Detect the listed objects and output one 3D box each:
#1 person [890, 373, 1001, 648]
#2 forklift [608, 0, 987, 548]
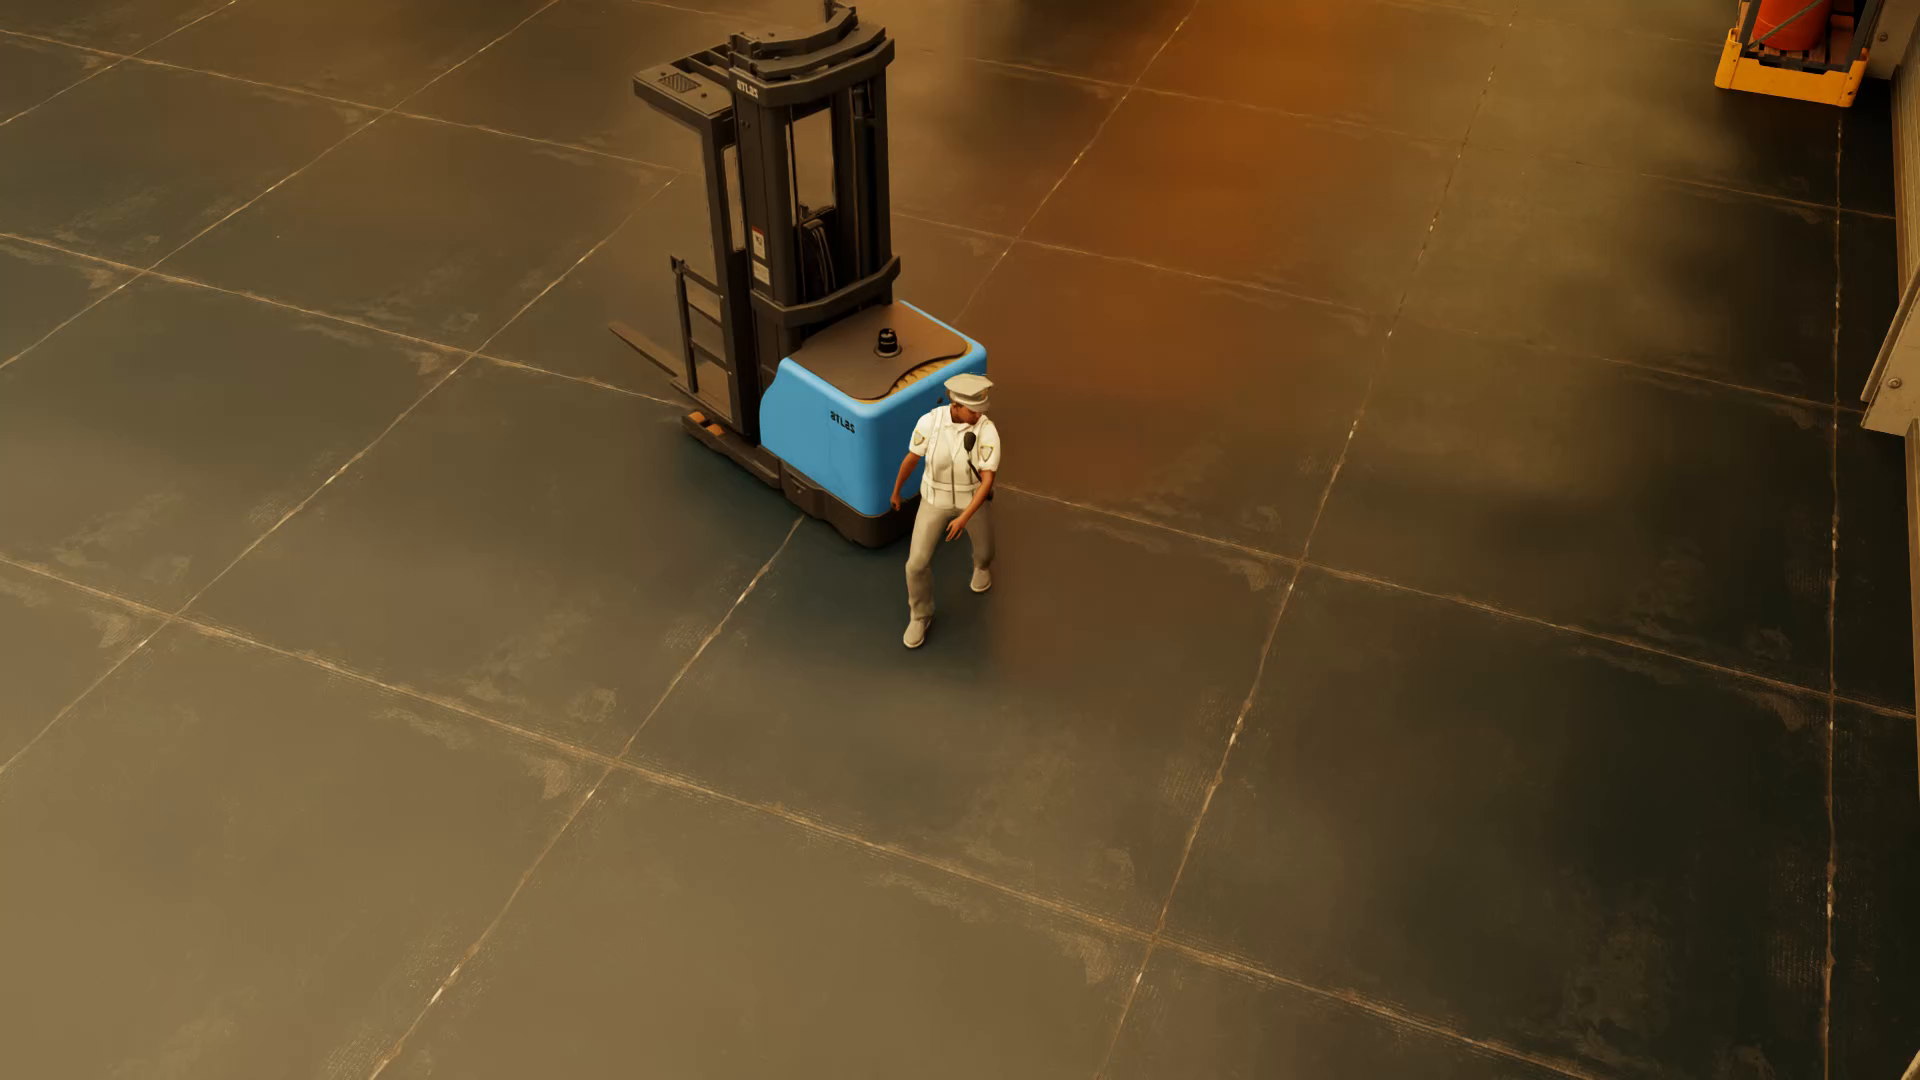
[{"bbox_3d":[-0.089,-0.216,9.321,0.623,1.575,0.803,2,40,2],"label":"person"},{"bbox_3d":[-1.205,-1.927,10.308,1.130,2.935,3.031,-32,49,-32],"label":"forklift"}]
